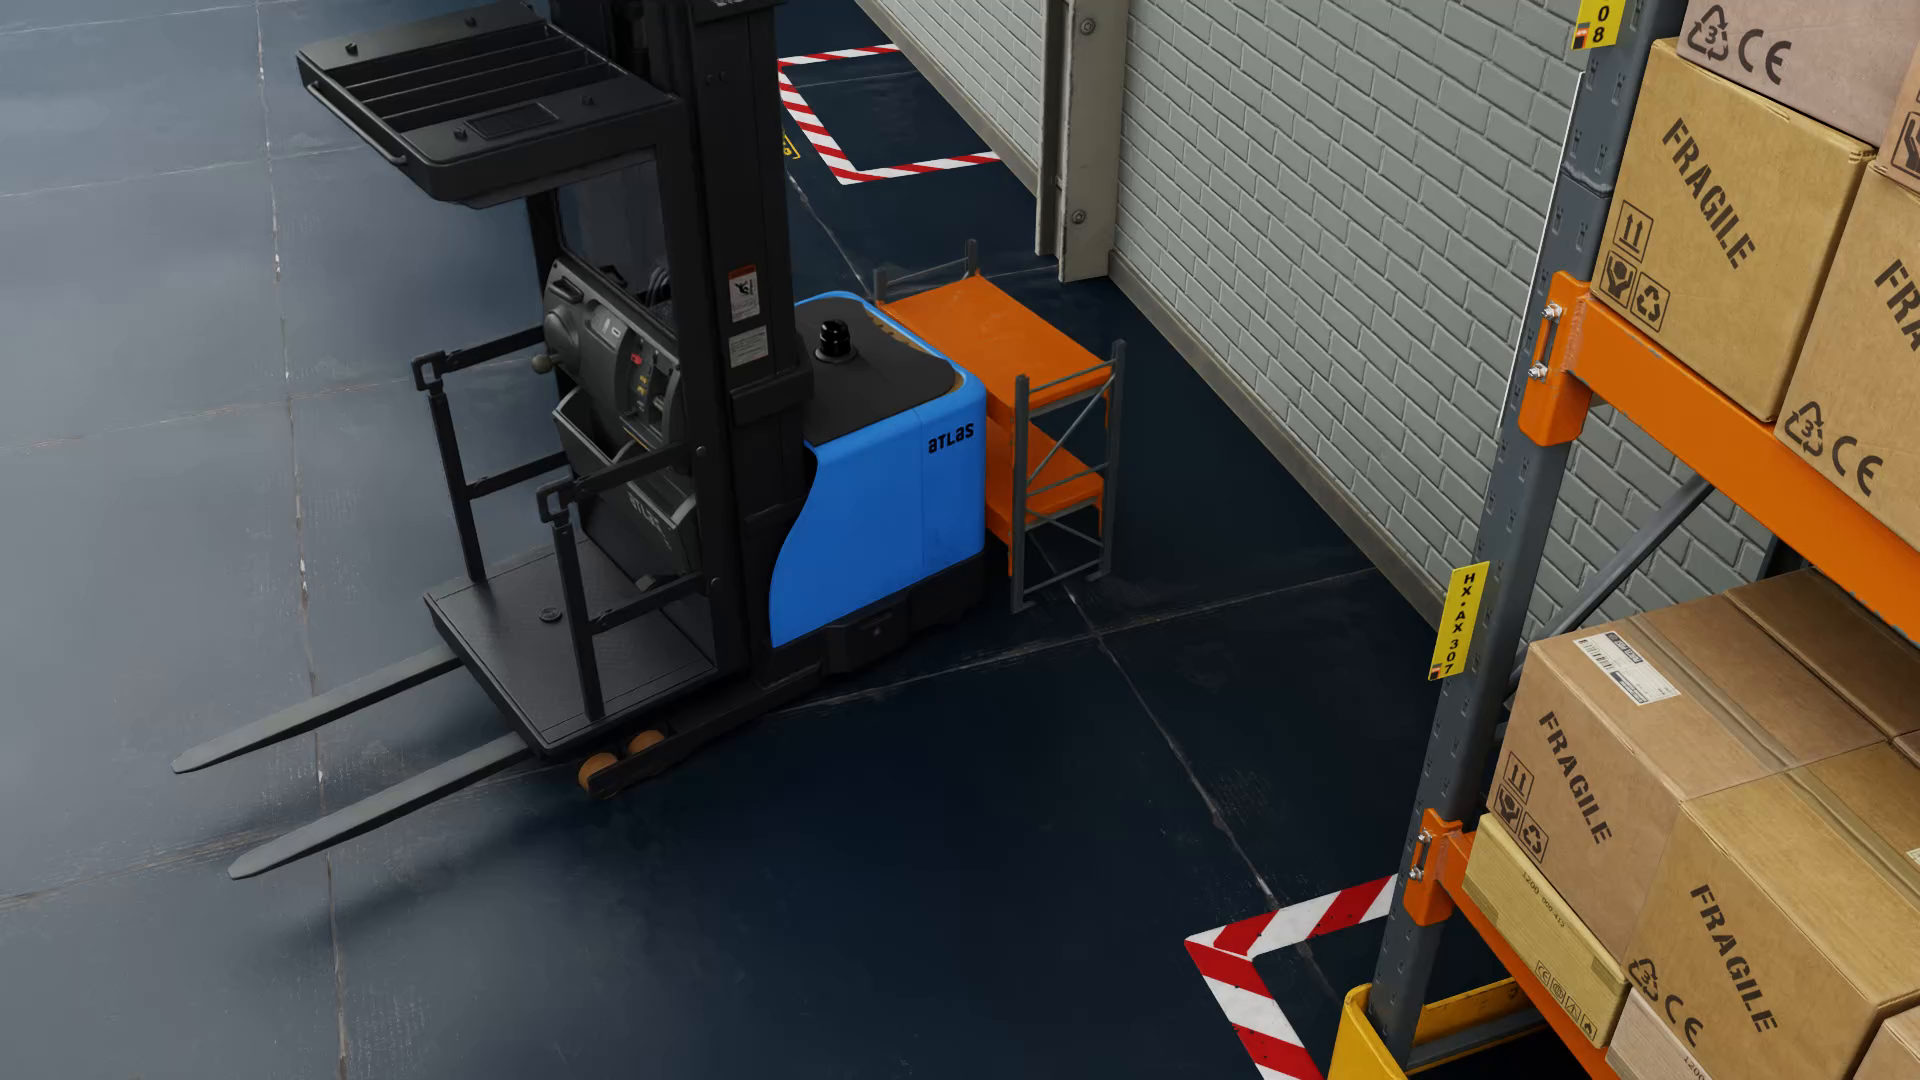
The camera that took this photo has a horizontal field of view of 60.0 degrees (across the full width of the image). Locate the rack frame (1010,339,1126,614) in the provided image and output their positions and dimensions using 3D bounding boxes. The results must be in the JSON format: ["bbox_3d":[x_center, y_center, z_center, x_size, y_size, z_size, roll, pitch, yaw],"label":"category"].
[{"bbox_3d":[0.423,-0.235,6.627,0.500,1.125,0.032,-22,42,-26],"label":"rack frame"}]

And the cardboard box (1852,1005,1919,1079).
[{"bbox_3d":[1.862,1.079,2.809,0.500,0.500,0.500,-14,39,-17],"label":"cardboard box"}]

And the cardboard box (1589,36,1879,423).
[{"bbox_3d":[1.528,-0.585,2.941,0.500,0.500,0.500,-11,38,-15],"label":"cardboard box"}]

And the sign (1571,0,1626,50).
[{"bbox_3d":[1.138,-1.015,2.884,0.100,0.325,0.005,-12,39,-16],"label":"sign"}]

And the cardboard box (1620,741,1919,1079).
[{"bbox_3d":[1.690,0.786,3.198,0.500,0.500,0.500,-12,39,-16],"label":"cardboard box"}]

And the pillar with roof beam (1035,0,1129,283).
[{"bbox_3d":[-3.406,-4.258,5.423,9.100,9.000,0.400,-12,39,-16],"label":"pillar with roof beam"}]

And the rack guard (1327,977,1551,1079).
[{"bbox_3d":[1.674,1.462,4.894,1.175,0.500,0.348,-12,39,-16],"label":"rack guard"}]

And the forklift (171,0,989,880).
[{"bbox_3d":[-1.364,-0.597,5.606,3.031,2.935,1.130,-25,43,-29],"label":"forklift"}]

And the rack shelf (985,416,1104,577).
[{"bbox_3d":[0.140,-0.294,7.111,0.538,0.278,1.000,-22,42,-26],"label":"rack shelf"}]

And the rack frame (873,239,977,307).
[{"bbox_3d":[-0.142,-0.743,7.302,0.500,1.125,0.032,-22,42,-26],"label":"rack frame"}]

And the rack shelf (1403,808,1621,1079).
[{"bbox_3d":[2.336,1.837,2.915,1.077,0.370,4.000,-12,39,-16],"label":"rack shelf"}]

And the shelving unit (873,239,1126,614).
[{"bbox_3d":[0.140,-0.489,6.964,0.538,1.125,1.048,-22,42,-26],"label":"shelving unit"}]

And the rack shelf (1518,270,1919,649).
[{"bbox_3d":[2.336,0.639,2.013,1.077,0.370,4.000,-12,39,-16],"label":"rack shelf"}]

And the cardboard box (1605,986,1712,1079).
[{"bbox_3d":[1.709,1.104,3.399,0.500,0.250,0.500,-14,39,-17],"label":"cardboard box"}]

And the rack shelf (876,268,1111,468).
[{"bbox_3d":[0.140,-0.723,6.788,0.538,0.278,1.000,-22,42,-26],"label":"rack shelf"}]

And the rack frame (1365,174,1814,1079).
[{"bbox_3d":[1.647,0.420,4.199,1.000,3.000,0.127,-12,39,-16],"label":"rack frame"}]

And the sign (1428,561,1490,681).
[{"bbox_3d":[1.138,0.187,3.789,0.100,0.325,0.005,-12,39,-16],"label":"sign"}]

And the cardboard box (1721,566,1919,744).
[{"bbox_3d":[2.009,0.395,3.717,0.500,0.500,0.500,-13,39,-16],"label":"cardboard box"}]

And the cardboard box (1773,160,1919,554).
[{"bbox_3d":[1.679,-0.274,2.528,0.500,0.500,0.500,-10,38,-13],"label":"cardboard box"}]

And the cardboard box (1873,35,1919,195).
[{"bbox_3d":[1.677,-0.663,2.214,0.500,0.500,0.500,-13,39,-16],"label":"cardboard box"}]

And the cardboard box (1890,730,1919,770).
[{"bbox_3d":[2.173,0.681,3.337,0.500,0.500,0.500,-12,39,-15],"label":"cardboard box"}]

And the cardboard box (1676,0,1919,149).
[{"bbox_3d":[1.552,-0.957,2.604,0.500,0.500,0.500,-15,40,-19],"label":"cardboard box"}]

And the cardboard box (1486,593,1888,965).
[{"bbox_3d":[1.530,0.505,3.572,0.500,0.500,0.500,-12,39,-16],"label":"cardboard box"}]

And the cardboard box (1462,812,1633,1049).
[{"bbox_3d":[1.517,0.814,3.785,0.500,0.250,0.500,-14,39,-17],"label":"cardboard box"}]

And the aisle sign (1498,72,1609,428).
[{"bbox_3d":[1.341,-0.597,3.388,0.394,0.787,0.004,-12,39,-16],"label":"aisle sign"}]

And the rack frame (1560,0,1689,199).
[{"bbox_3d":[1.647,-1.976,2.394,1.000,3.000,0.127,-12,39,-16],"label":"rack frame"}]
